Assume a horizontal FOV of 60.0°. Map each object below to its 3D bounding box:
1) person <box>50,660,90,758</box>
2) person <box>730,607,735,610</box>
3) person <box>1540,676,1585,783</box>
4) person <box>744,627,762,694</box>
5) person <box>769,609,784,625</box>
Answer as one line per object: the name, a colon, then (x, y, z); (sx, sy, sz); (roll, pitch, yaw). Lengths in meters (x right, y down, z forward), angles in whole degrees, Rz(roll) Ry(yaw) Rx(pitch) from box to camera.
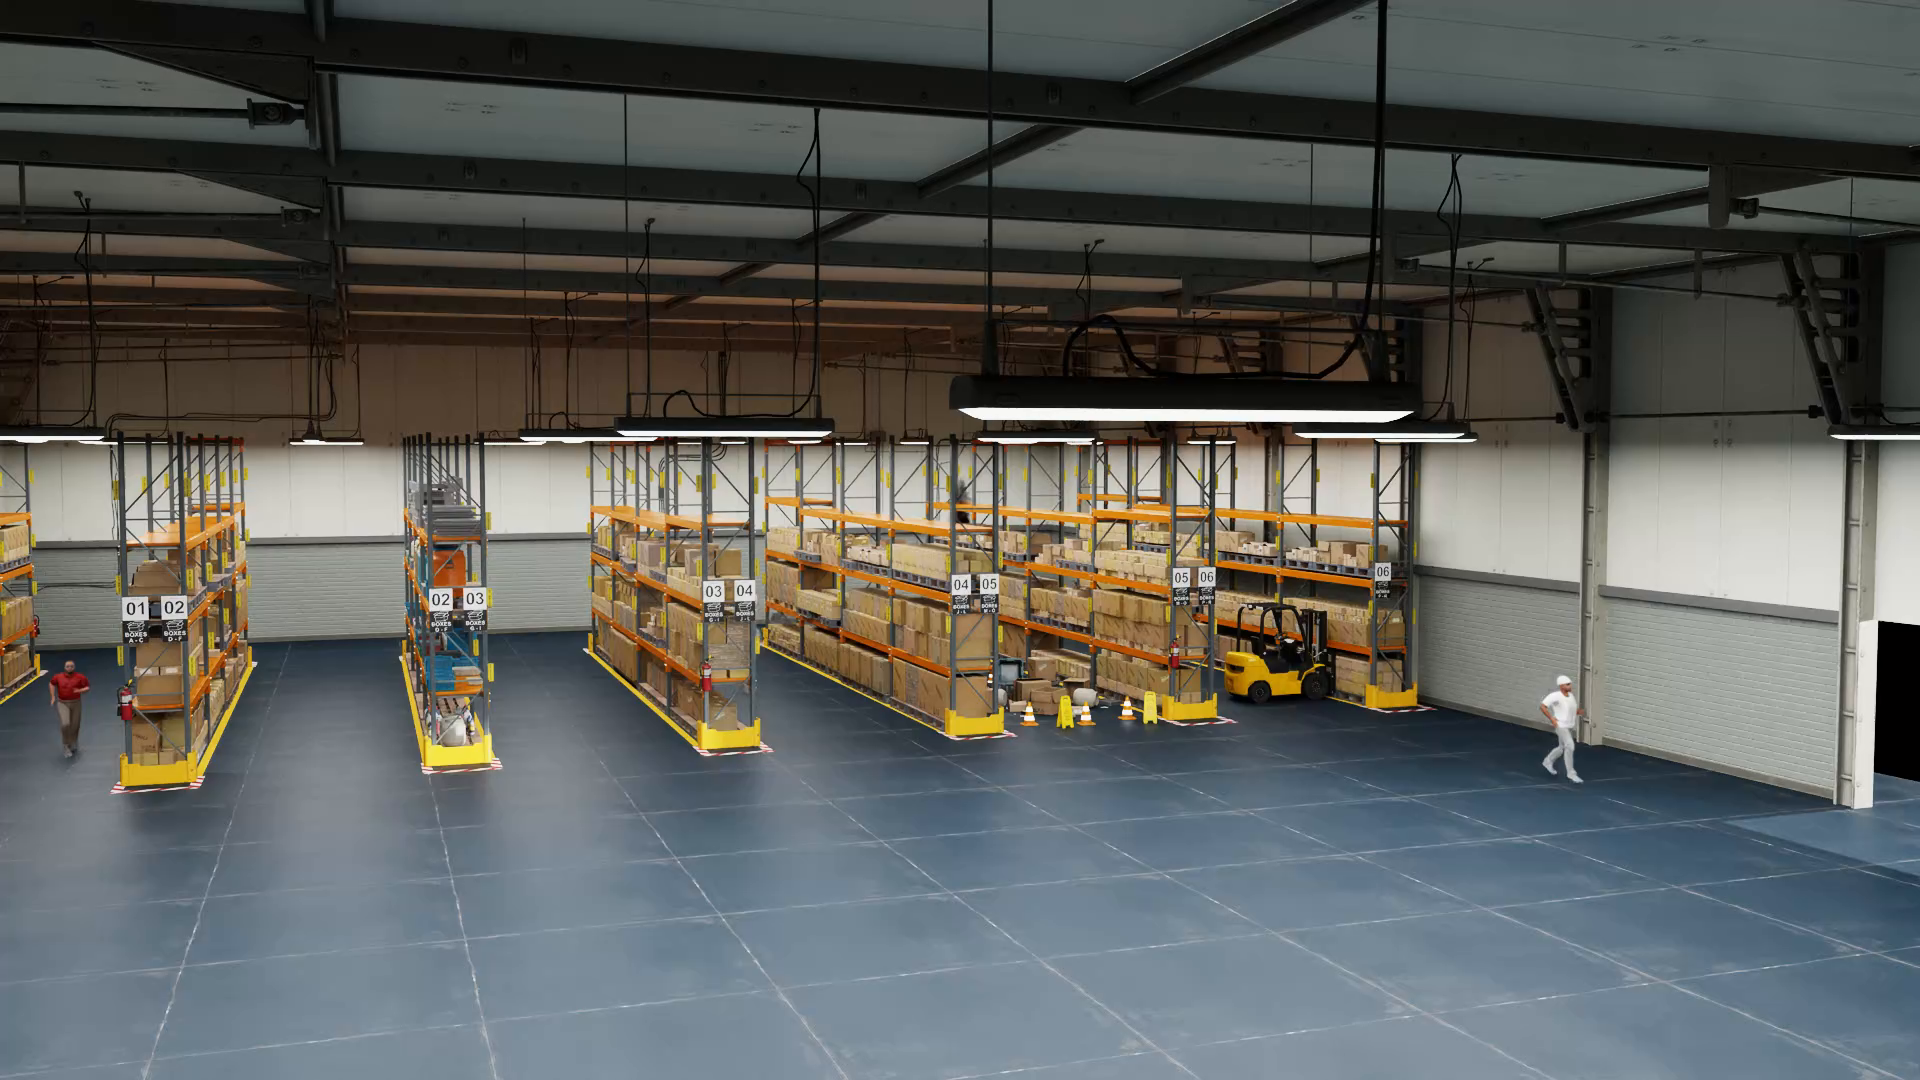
person: (-16.634, 3.134, 31.098); (0.634, 1.788, 0.892); (-2, 4, -34)
person: (-6.540, 2.306, 47.080); (0.696, 1.614, 0.673); (0, 3, -8)
person: (10.410, 3.236, 28.689); (0.688, 1.787, 0.841); (-3, 4, -40)
person: (-4.976, 2.665, 39.096); (0.652, 1.834, 0.791); (-2, 4, -27)
person: (-5.435, 2.159, 49.770); (0.668, 1.667, 0.719); (0, 3, -8)
